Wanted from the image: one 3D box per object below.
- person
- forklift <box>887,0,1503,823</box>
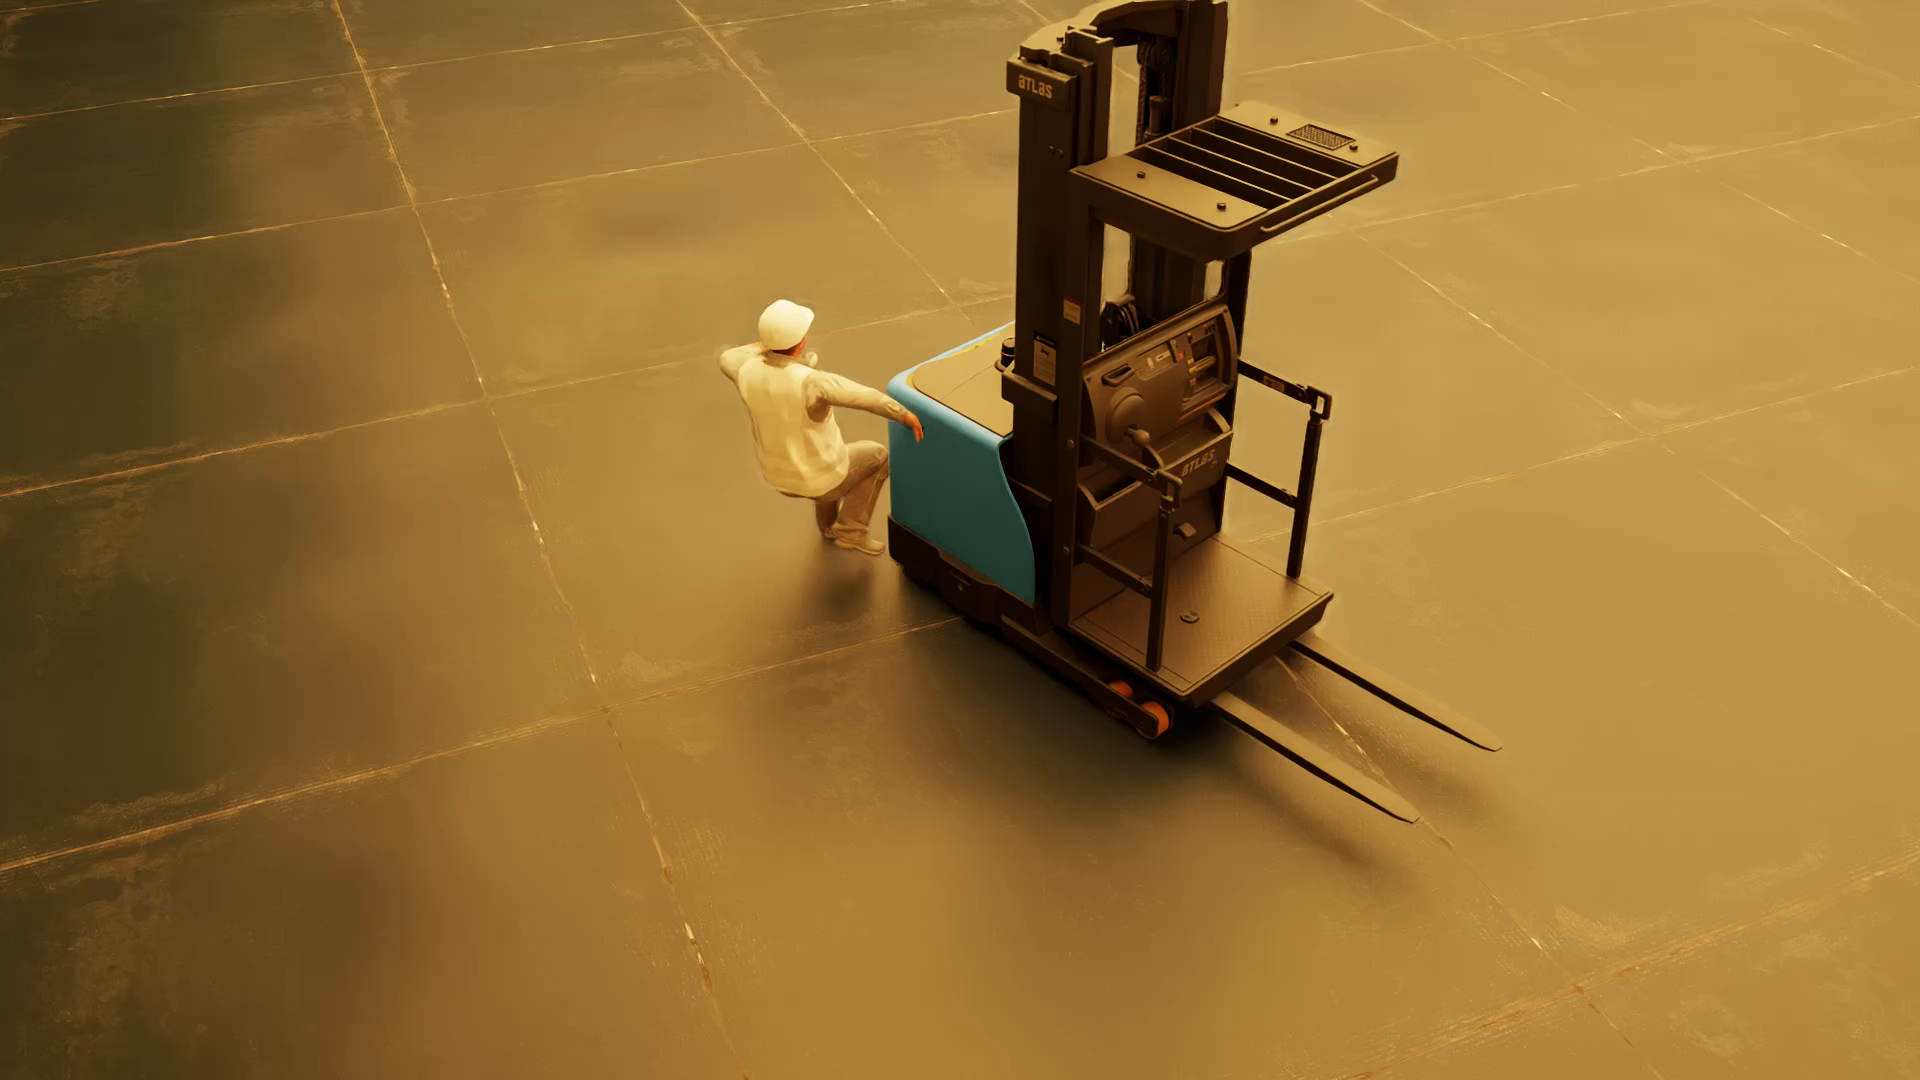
[{"bbox_3d":[-0.631,-0.532,8.040,1.064,1.559,0.865,16,38,21],"label":"person"},{"bbox_3d":[1.015,-0.652,7.015,1.130,2.935,3.031,-29,44,-34],"label":"forklift"}]
